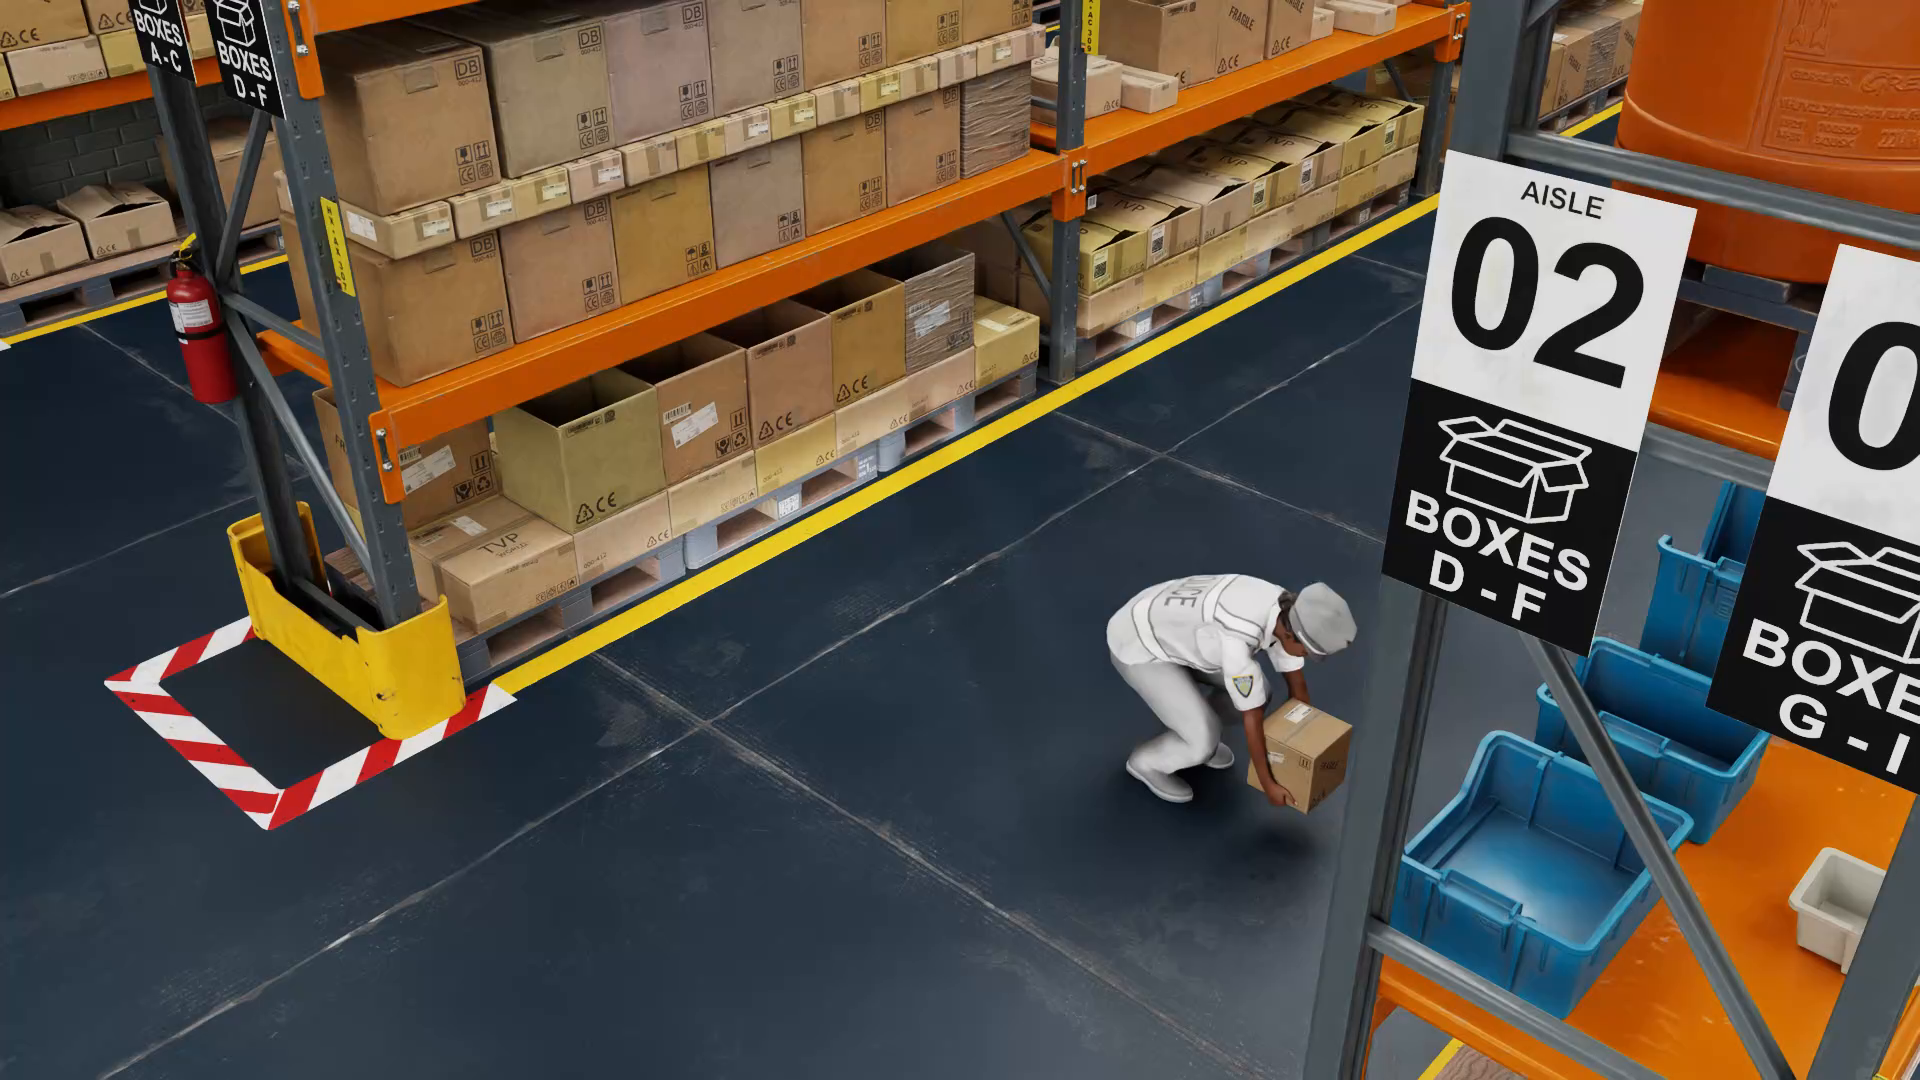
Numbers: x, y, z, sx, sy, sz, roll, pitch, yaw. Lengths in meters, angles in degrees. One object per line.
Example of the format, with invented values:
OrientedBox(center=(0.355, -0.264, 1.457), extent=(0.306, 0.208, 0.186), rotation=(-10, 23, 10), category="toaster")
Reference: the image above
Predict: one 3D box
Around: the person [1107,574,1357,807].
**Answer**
OrientedBox(center=(0.947, 0.506, 5.974), extent=(0.891, 0.977, 0.463), rotation=(24, 39, 34), category="person")
